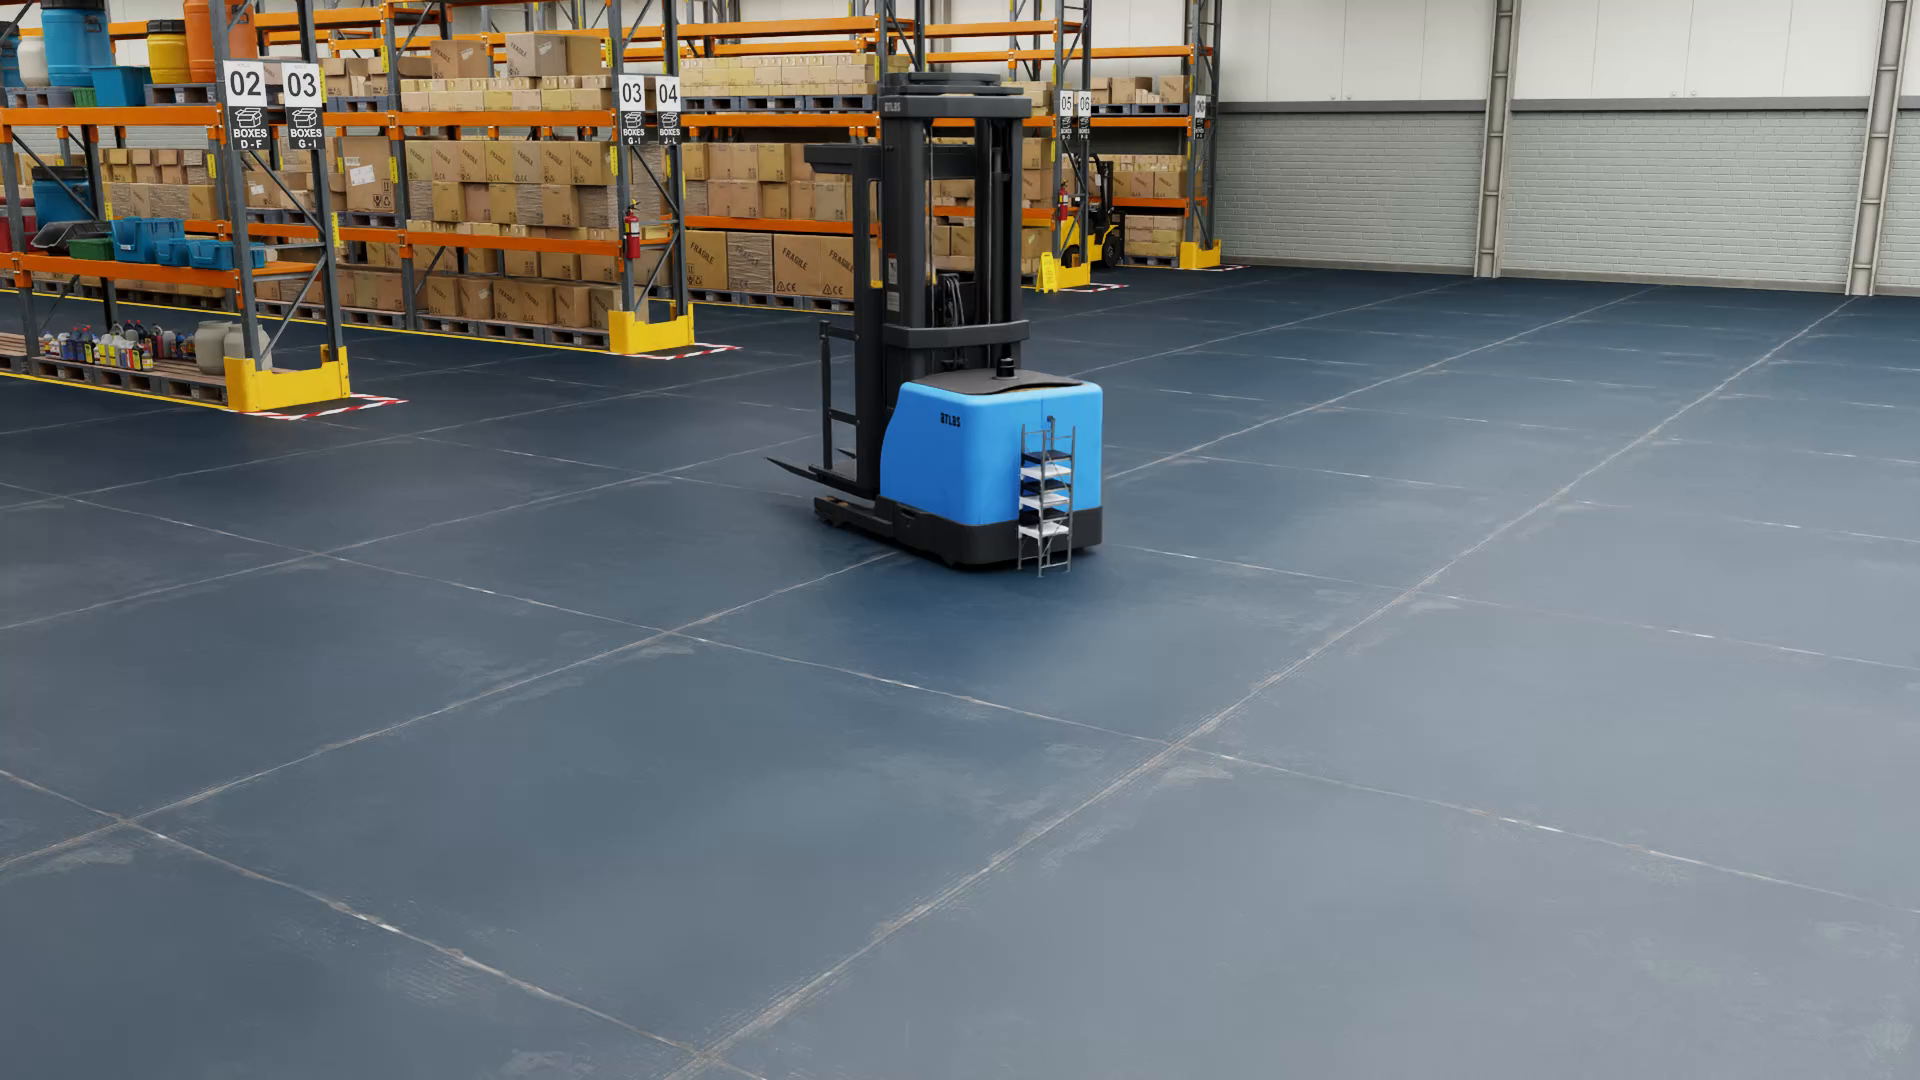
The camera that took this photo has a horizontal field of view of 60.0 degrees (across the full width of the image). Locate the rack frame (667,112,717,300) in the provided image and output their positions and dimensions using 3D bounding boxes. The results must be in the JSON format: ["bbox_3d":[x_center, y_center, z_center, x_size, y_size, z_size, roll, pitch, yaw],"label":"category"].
[{"bbox_3d":[-4.144,-5.294,25.968,0.127,3.000,1.000,9,17,33],"label":"rack frame"}]

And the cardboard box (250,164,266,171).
[{"bbox_3d":[-13.025,-6.846,31.411,0.500,0.500,0.500,9,17,34],"label":"cardboard box"}]

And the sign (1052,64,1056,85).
[{"bbox_3d":[1.527,-7.536,26.940,0.005,0.325,0.100,9,17,33],"label":"sign"}]

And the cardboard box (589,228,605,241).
[{"bbox_3d":[-4.236,-3.691,20.015,0.250,0.149,0.380,9,17,33],"label":"cardboard box"}]

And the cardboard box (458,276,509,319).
[{"bbox_3d":[-6.207,-3.173,21.725,0.500,0.500,0.500,-11,17,-36],"label":"cardboard box"}]

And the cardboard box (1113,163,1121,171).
[{"bbox_3d":[3.099,-7.270,32.391,0.250,0.149,0.380,9,17,33],"label":"cardboard box"}]

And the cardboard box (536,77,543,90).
[{"bbox_3d":[-4.878,-5.494,20.017,0.250,0.149,0.380,9,17,33],"label":"cardboard box"}]

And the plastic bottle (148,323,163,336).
[{"bbox_3d":[-8.638,-2.161,17.909,0.185,0.351,0.144,9,17,32],"label":"plastic bottle"}]

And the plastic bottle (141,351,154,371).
[{"bbox_3d":[-8.210,-1.809,16.797,0.097,0.201,0.097,0,14,0],"label":"plastic bottle"}]

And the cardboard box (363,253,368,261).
[{"bbox_3d":[-10.905,-5.300,31.051,0.250,0.149,0.380,8,16,30],"label":"cardboard box"}]

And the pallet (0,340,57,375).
[{"bbox_3d":[-10.434,-2.075,18.768,1.213,0.211,1.003,9,17,33],"label":"pallet"}]

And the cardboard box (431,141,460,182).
[{"bbox_3d":[-6.349,-4.820,21.142,0.500,0.500,0.500,9,17,33],"label":"cardboard box"}]

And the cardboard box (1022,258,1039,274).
[{"bbox_3d":[1.013,-4.686,28.357,0.500,0.250,0.500,9,17,33],"label":"cardboard box"}]

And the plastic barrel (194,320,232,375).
[{"bbox_3d":[-7.446,-1.931,16.687,0.421,0.512,0.421,0,14,0],"label":"plastic barrel"}]

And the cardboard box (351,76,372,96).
[{"bbox_3d":[-7.832,-6.020,22.062,0.258,0.266,0.396,10,17,35],"label":"cardboard box"}]

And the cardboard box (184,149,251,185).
[{"bbox_3d":[-10.913,-5.492,24.472,0.637,0.503,0.797,10,17,35],"label":"cardboard box"}]

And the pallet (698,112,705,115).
[{"bbox_3d":[-5.348,-8.272,32.146,1.003,0.211,1.213,10,17,35],"label":"pallet"}]

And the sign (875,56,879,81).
[{"bbox_3d":[-1.139,-6.499,22.915,0.005,0.325,0.100,9,17,33],"label":"sign"}]

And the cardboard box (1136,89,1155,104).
[{"bbox_3d":[3.553,-8.477,31.778,0.258,0.266,0.396,9,17,33],"label":"cardboard box"}]

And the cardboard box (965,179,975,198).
[{"bbox_3d":[0.424,-6.105,28.416,0.500,0.500,0.500,9,17,33],"label":"cardboard box"}]

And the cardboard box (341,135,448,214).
[{"bbox_3d":[-7.577,-4.949,22.449,1.000,1.000,1.000,9,17,33],"label":"cardboard box"}]

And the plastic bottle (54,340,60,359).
[{"bbox_3d":[-9.572,-2.029,17.686,0.097,0.201,0.097,0,14,0],"label":"plastic bottle"}]

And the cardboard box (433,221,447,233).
[{"bbox_3d":[-6.562,-4.044,21.441,0.250,0.149,0.380,9,17,33],"label":"cardboard box"}]

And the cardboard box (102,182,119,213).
[{"bbox_3d":[-12.974,-5.262,25.628,0.500,0.500,0.500,9,17,33],"label":"cardboard box"}]

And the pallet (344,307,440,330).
[{"bbox_3d":[-7.643,-3.070,22.784,1.213,0.211,1.003,9,17,33],"label":"pallet"}]

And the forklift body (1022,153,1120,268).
[{"bbox_3d":[2.029,-6.227,31.503,1.214,2.155,2.313,9,17,33],"label":"forklift body"}]

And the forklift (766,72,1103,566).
[{"bbox_3d":[-0.336,-1.568,11.059,1.130,2.935,3.031,-9,17,-32],"label":"forklift"}]

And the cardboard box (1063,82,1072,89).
[{"bbox_3d":[1.673,-7.568,27.774,0.250,0.149,0.380,9,17,32],"label":"cardboard box"}]

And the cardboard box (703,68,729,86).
[{"bbox_3d":[-3.475,-6.886,24.765,0.500,0.250,0.500,9,17,32],"label":"cardboard box"}]

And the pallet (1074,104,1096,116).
[{"bbox_3d":[2.024,-8.589,33.219,1.213,0.211,1.003,9,17,33],"label":"pallet"}]

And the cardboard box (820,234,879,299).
[{"bbox_3d":[-1.425,-4.008,24.320,0.875,0.875,0.875,9,17,33],"label":"cardboard box"}]

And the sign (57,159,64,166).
[{"bbox_3d":[-13.943,-5.740,25.801,0.005,0.325,0.100,9,17,33],"label":"sign"}]

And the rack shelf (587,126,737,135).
[{"bbox_3d":[-6.996,-9.733,39.154,4.000,0.370,1.077,9,17,33],"label":"rack shelf"}]

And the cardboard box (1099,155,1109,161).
[{"bbox_3d":[2.930,-7.467,32.568,0.250,0.149,0.380,9,17,34],"label":"cardboard box"}]

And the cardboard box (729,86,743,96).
[{"bbox_3d":[-3.186,-6.628,24.555,0.250,0.149,0.380,9,16,32],"label":"cardboard box"}]

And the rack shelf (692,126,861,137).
[{"bbox_3d":[-3.125,-7.670,30.820,4.000,0.370,1.077,9,17,33],"label":"rack shelf"}]

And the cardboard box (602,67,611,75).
[{"bbox_3d":[-5.864,-7.411,26.984,0.500,0.500,0.500,9,17,33],"label":"cardboard box"}]

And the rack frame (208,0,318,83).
[{"bbox_3d":[-6.441,-5.707,15.151,0.127,3.000,1.000,9,17,33],"label":"rack frame"}]

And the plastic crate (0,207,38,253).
[{"bbox_3d":[-10.333,-3.366,18.047,0.583,0.464,0.402,9,17,33],"label":"plastic crate"}]

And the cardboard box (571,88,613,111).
[{"bbox_3d":[-4.219,-5.180,19.575,0.500,0.250,0.500,10,17,34],"label":"cardboard box"}]

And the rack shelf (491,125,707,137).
[{"bbox_3d":[-5.804,-6.669,26.778,4.000,0.370,1.077,9,17,33],"label":"rack shelf"}]

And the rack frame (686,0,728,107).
[{"bbox_3d":[-4.784,-9.743,31.456,0.127,3.000,1.000,9,17,33],"label":"rack frame"}]

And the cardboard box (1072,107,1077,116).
[{"bbox_3d":[1.760,-7.202,27.954,0.250,0.149,0.380,9,17,33],"label":"cardboard box"}]

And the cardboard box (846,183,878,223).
[{"bbox_3d":[-1.158,-4.872,23.948,0.550,0.550,0.875,9,17,33],"label":"cardboard box"}]

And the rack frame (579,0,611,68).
[{"bbox_3d":[-8.655,-11.807,39.790,0.127,3.000,1.000,9,17,33],"label":"rack frame"}]

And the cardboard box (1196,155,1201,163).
[{"bbox_3d":[4.462,-7.344,32.072,0.250,0.149,0.380,9,16,32],"label":"cardboard box"}]

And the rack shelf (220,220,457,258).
[{"bbox_3d":[-8.656,-4.238,23.198,4.000,0.370,1.077,9,17,33],"label":"rack shelf"}]

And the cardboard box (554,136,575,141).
[{"bbox_3d":[-8.221,-8.311,34.514,0.250,0.149,0.380,9,16,32],"label":"cardboard box"}]

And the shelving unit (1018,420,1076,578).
[{"bbox_3d":[0.516,-0.248,9.937,0.258,0.900,0.210,-9,19,-33],"label":"shelving unit"}]

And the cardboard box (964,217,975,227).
[{"bbox_3d":[0.277,-5.468,28.607,0.250,0.149,0.380,10,17,35],"label":"cardboard box"}]

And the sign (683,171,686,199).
[{"bbox_3d":[-3.374,-4.311,20.194,0.005,0.325,0.100,9,17,33],"label":"sign"}]

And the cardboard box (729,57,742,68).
[{"bbox_3d":[-3.185,-7.015,24.458,0.250,0.149,0.380,9,17,33],"label":"cardboard box"}]

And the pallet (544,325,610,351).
[{"bbox_3d":[-4.394,-2.555,20.706,1.213,0.211,1.003,9,17,33],"label":"pallet"}]

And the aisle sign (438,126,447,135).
[{"bbox_3d":[-11.309,-9.238,36.488,0.004,0.787,0.394,9,17,33],"label":"aisle sign"}]
